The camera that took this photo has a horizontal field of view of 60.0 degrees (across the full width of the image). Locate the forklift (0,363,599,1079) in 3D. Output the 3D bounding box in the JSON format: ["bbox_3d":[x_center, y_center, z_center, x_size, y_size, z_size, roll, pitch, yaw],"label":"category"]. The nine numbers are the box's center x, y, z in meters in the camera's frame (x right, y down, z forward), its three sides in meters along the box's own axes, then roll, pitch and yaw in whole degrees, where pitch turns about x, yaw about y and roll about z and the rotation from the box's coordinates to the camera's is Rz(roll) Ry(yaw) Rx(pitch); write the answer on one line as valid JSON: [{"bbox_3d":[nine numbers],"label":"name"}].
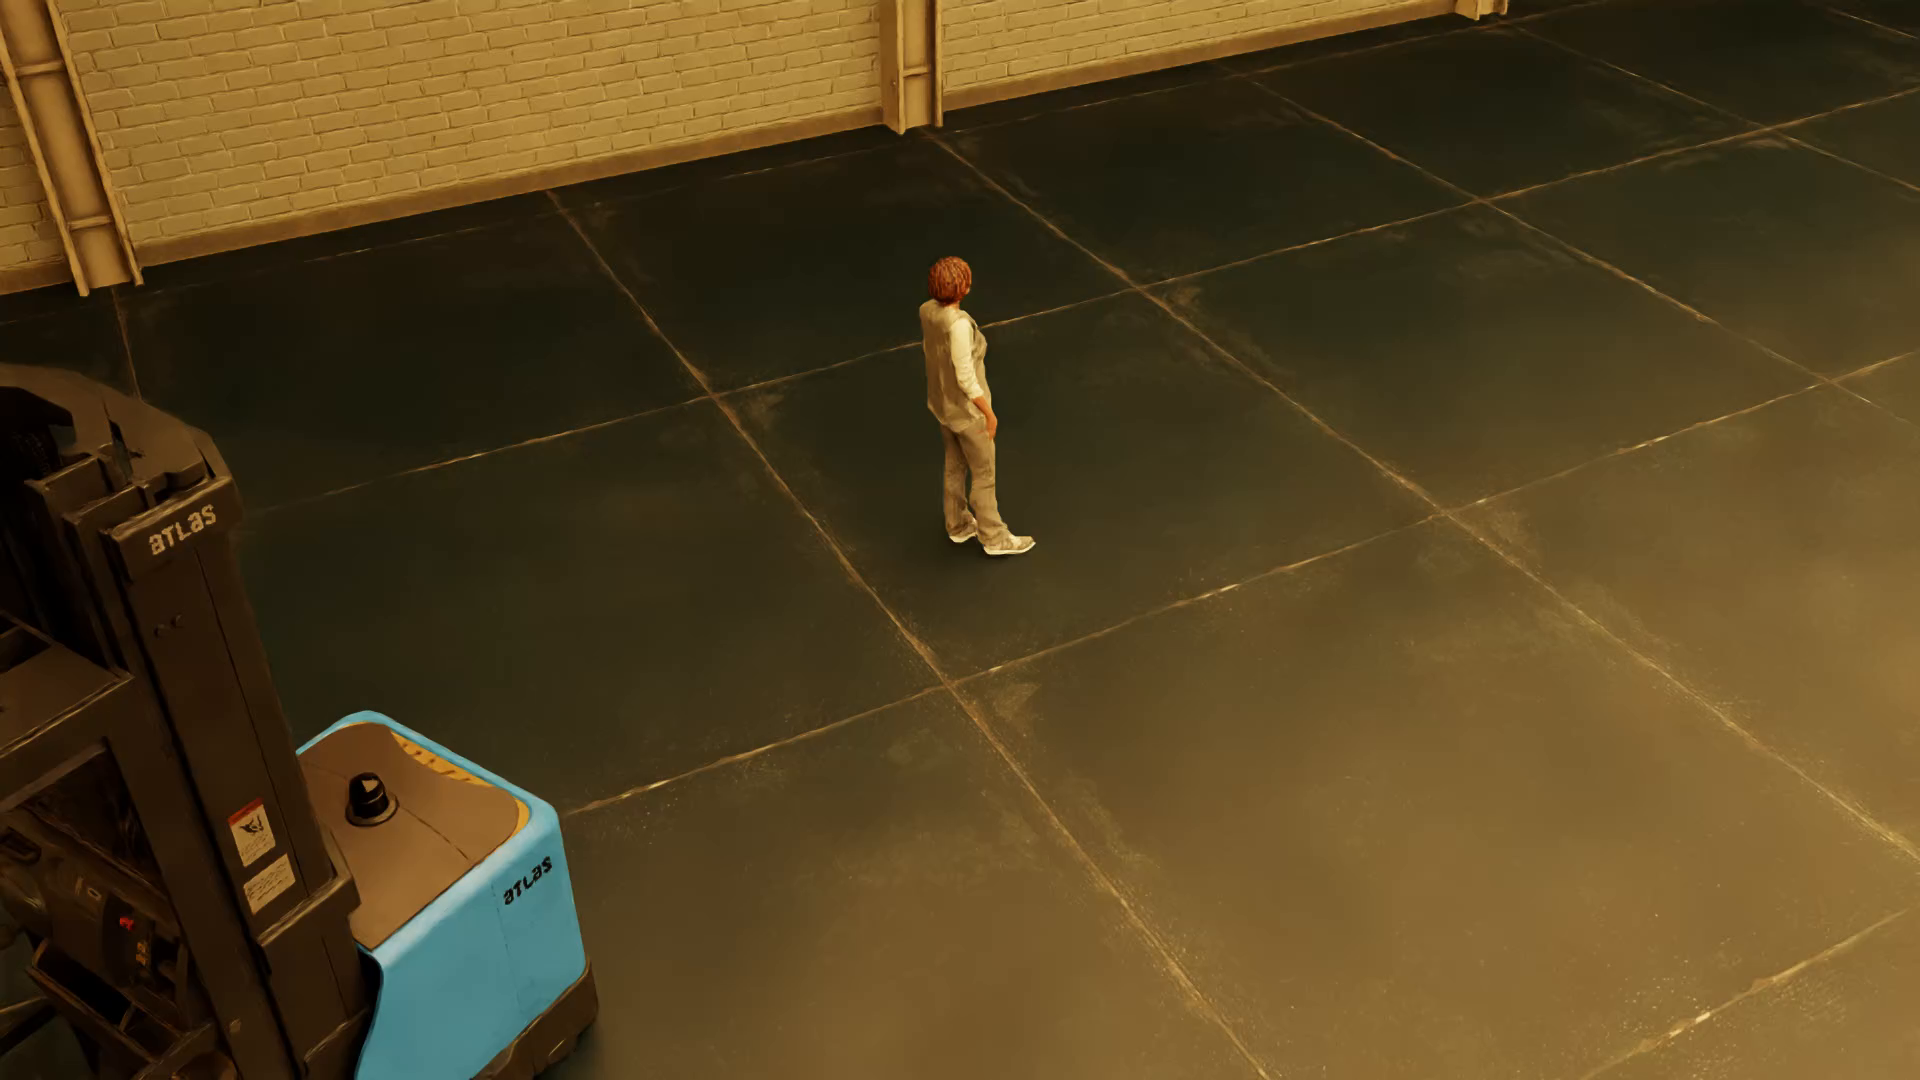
[{"bbox_3d":[-2.556,1.132,4.522,1.130,2.935,3.031,21,40,27],"label":"forklift"}]

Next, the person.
[{"bbox_3d":[0.072,-0.671,8.216,0.474,1.597,0.521,-17,39,-23],"label":"person"}]
